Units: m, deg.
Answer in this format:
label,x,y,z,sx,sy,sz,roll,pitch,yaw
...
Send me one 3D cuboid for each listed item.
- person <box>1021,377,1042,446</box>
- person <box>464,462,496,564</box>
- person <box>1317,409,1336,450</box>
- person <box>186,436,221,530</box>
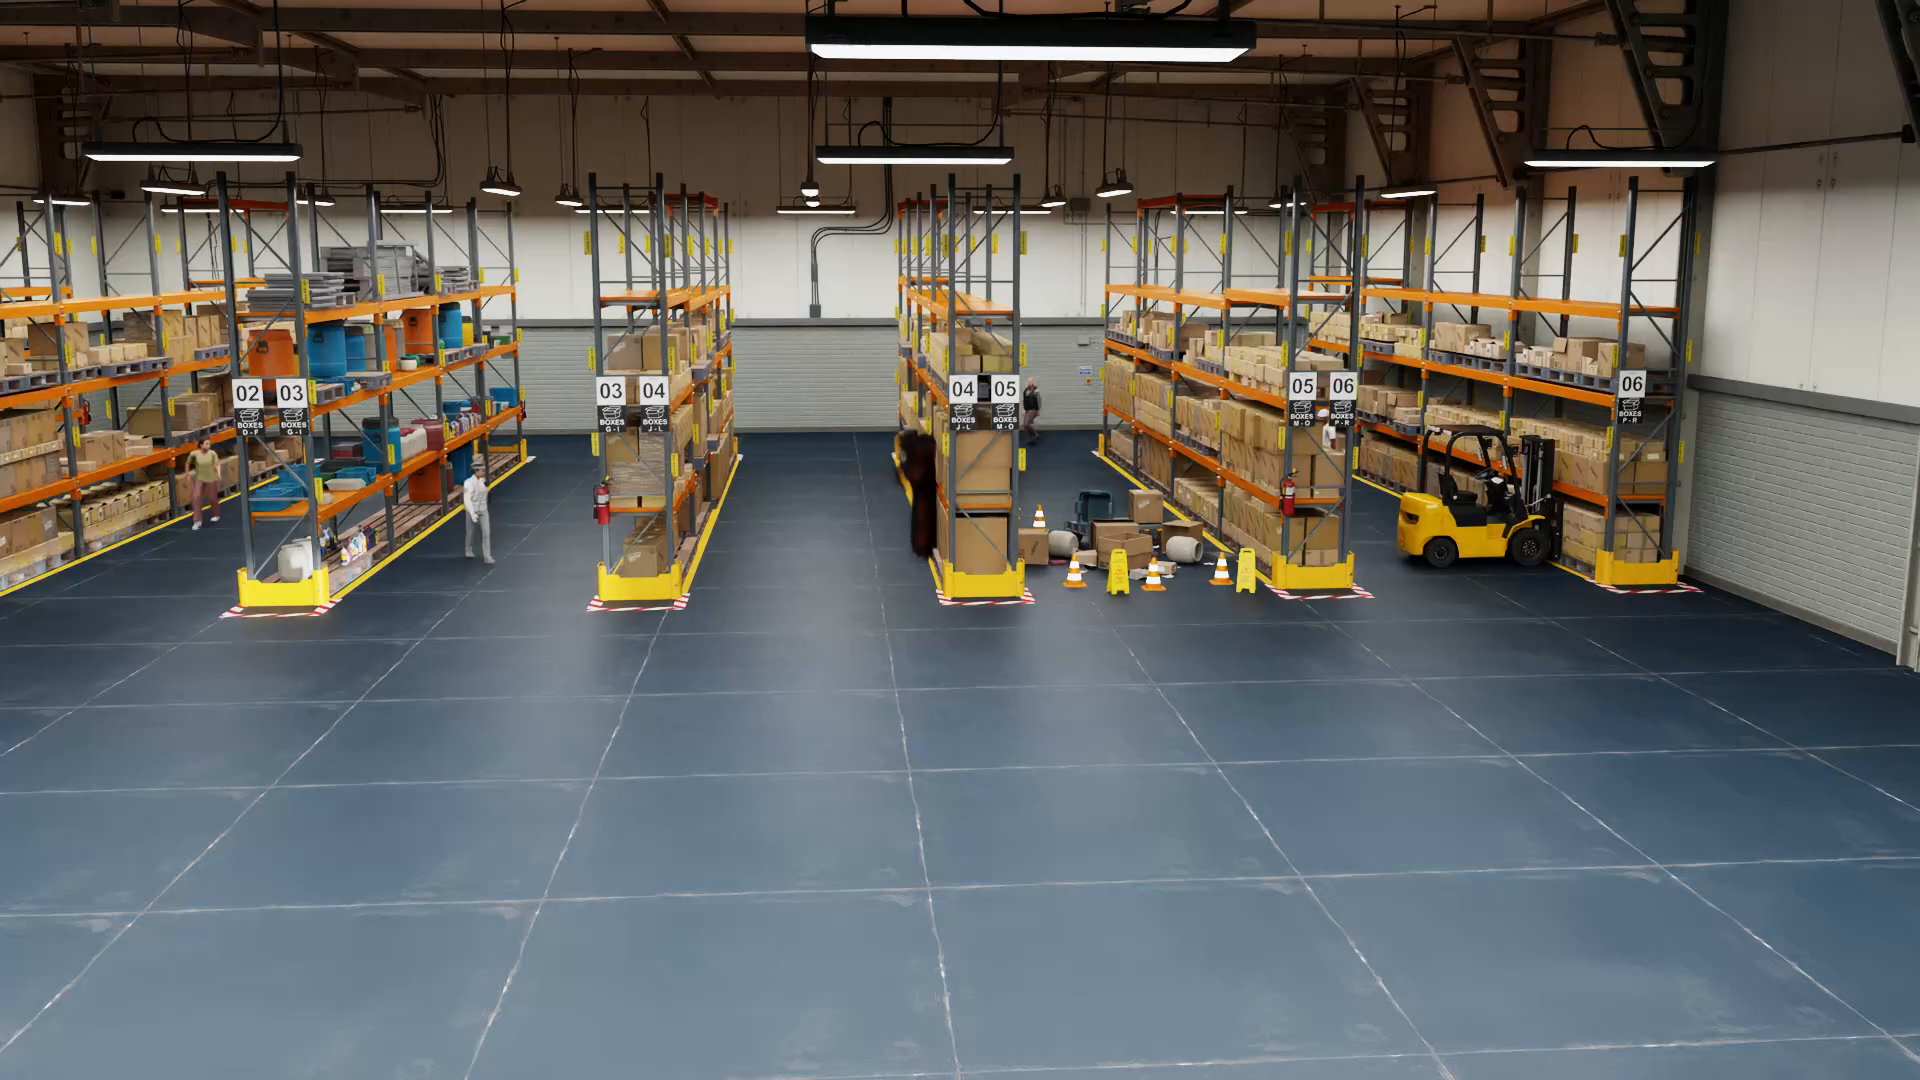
label,x,y,z,sx,sy,sz,roll,pitch,yaw
person,1.780,-3.258,42.158,0.475,1.737,0.497,-4,11,-22
person,-7.714,-0.450,26.546,0.436,1.608,1.012,-5,11,-27
person,7.339,-1.765,33.576,0.376,1.767,0.631,0,10,-1
person,-13.667,-1.052,30.095,0.679,1.628,0.972,-1,10,-4
